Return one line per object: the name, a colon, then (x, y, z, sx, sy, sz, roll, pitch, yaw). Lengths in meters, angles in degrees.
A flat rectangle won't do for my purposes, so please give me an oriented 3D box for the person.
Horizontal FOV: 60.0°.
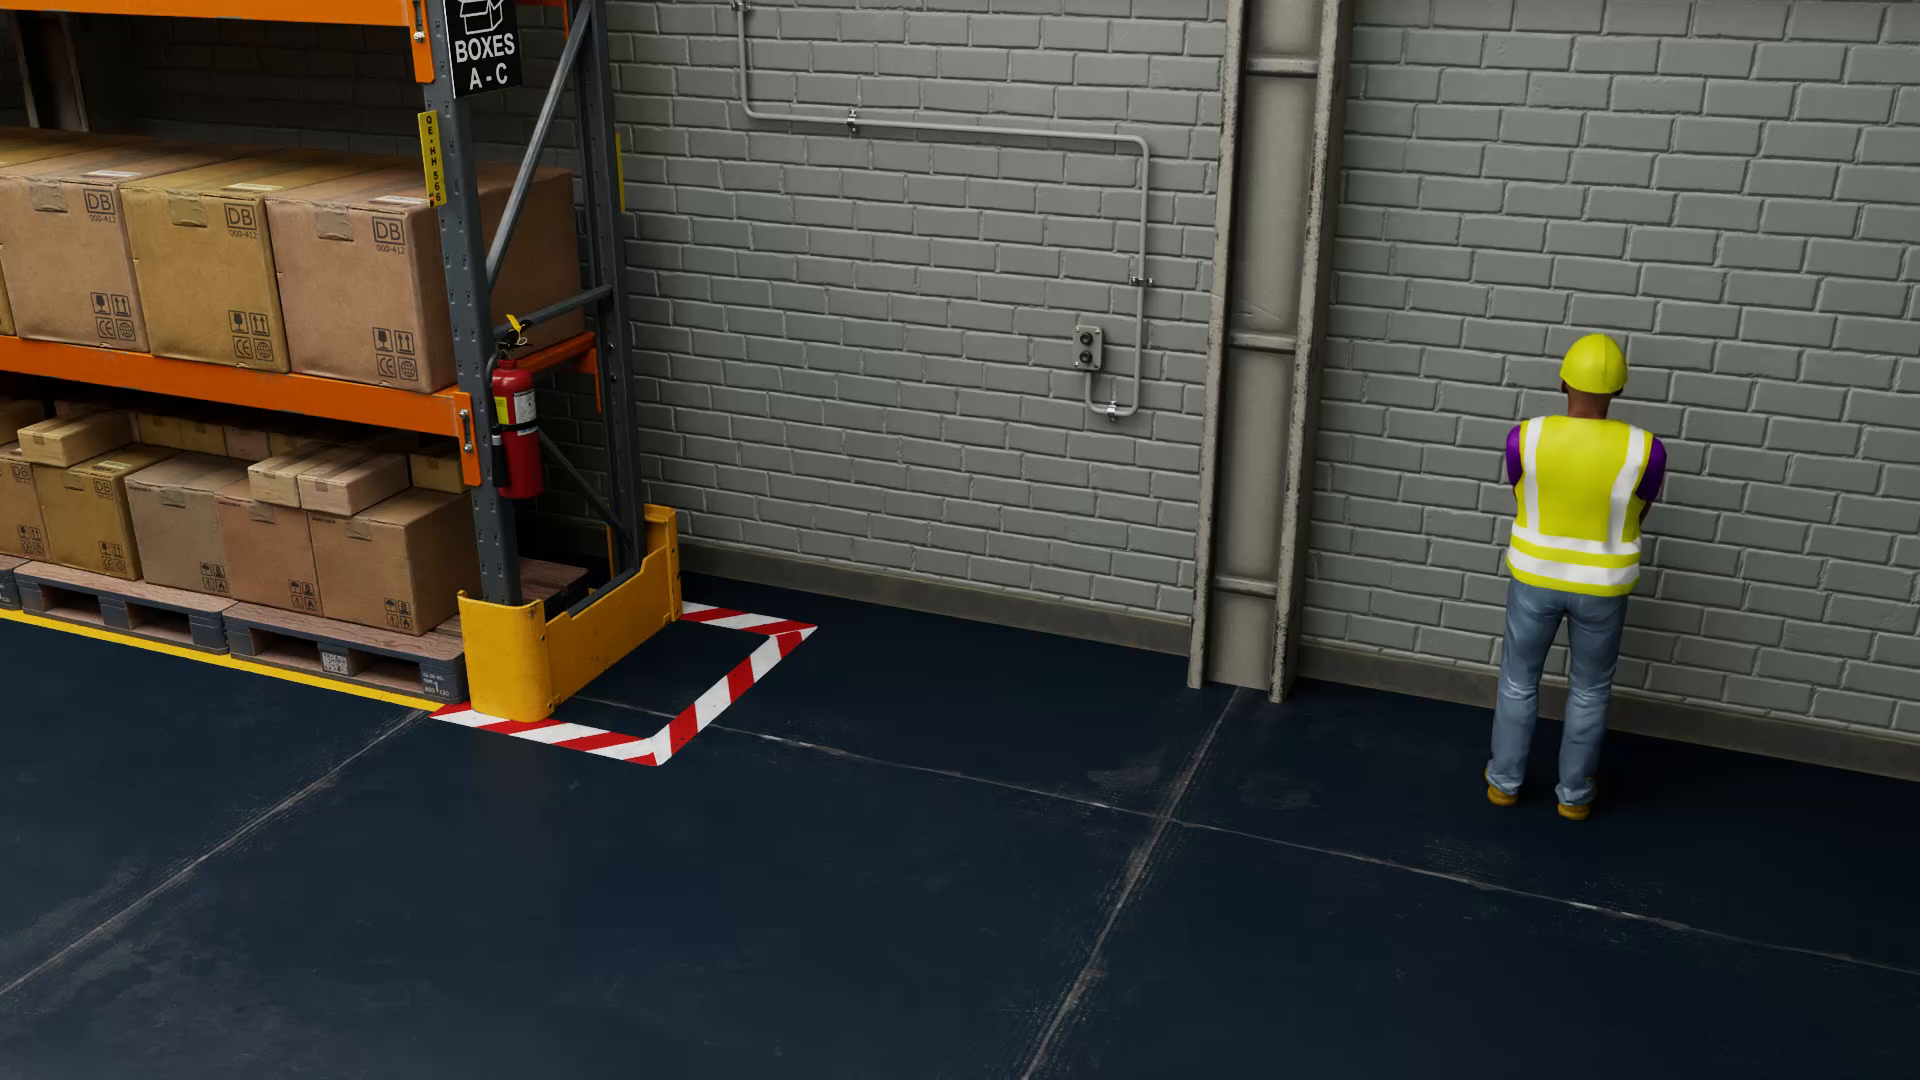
person: (2.130, 0.099, 5.825, 0.503, 1.761, 0.587, 9, 24, 21)
